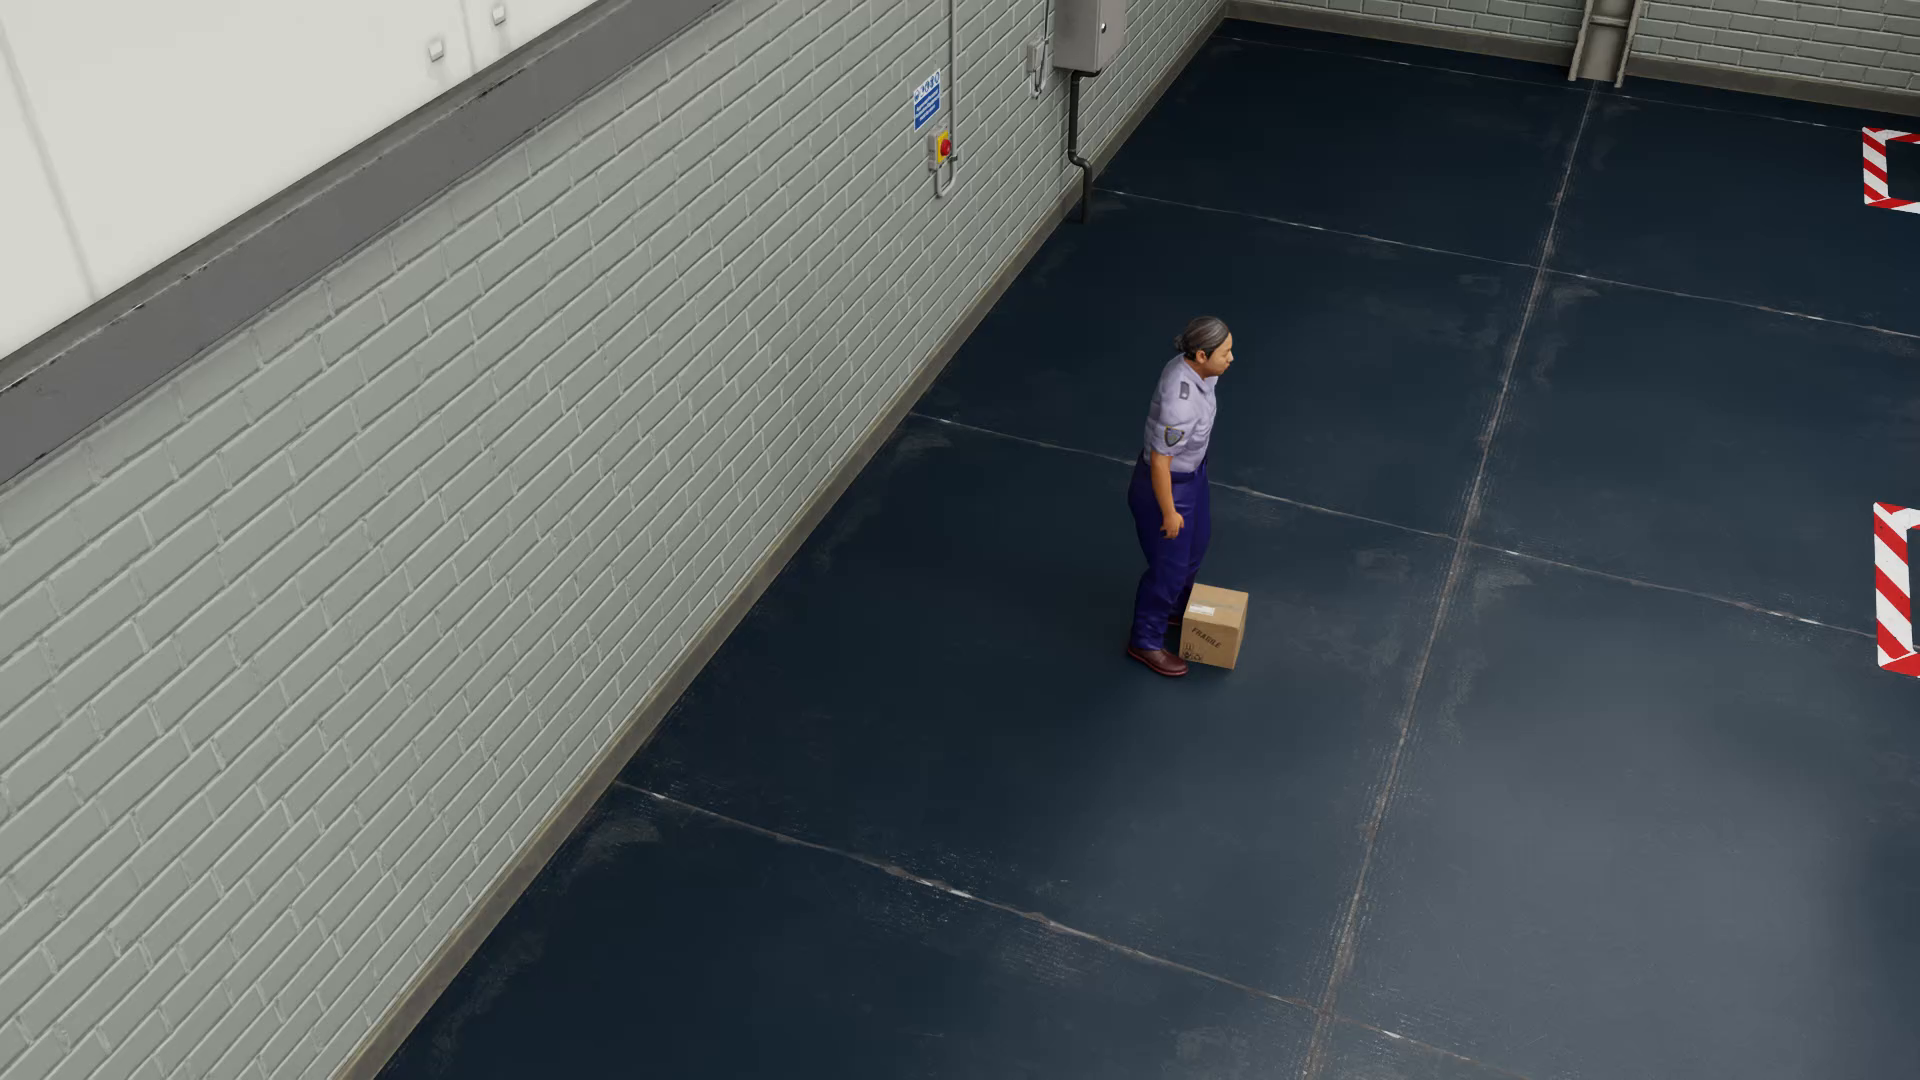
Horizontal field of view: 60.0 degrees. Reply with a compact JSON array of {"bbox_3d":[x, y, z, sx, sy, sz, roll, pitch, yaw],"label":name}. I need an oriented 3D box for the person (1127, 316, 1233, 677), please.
[{"bbox_3d":[0.948,-0.216,7.104,0.425,1.651,0.557,12,39,15],"label":"person"}]
